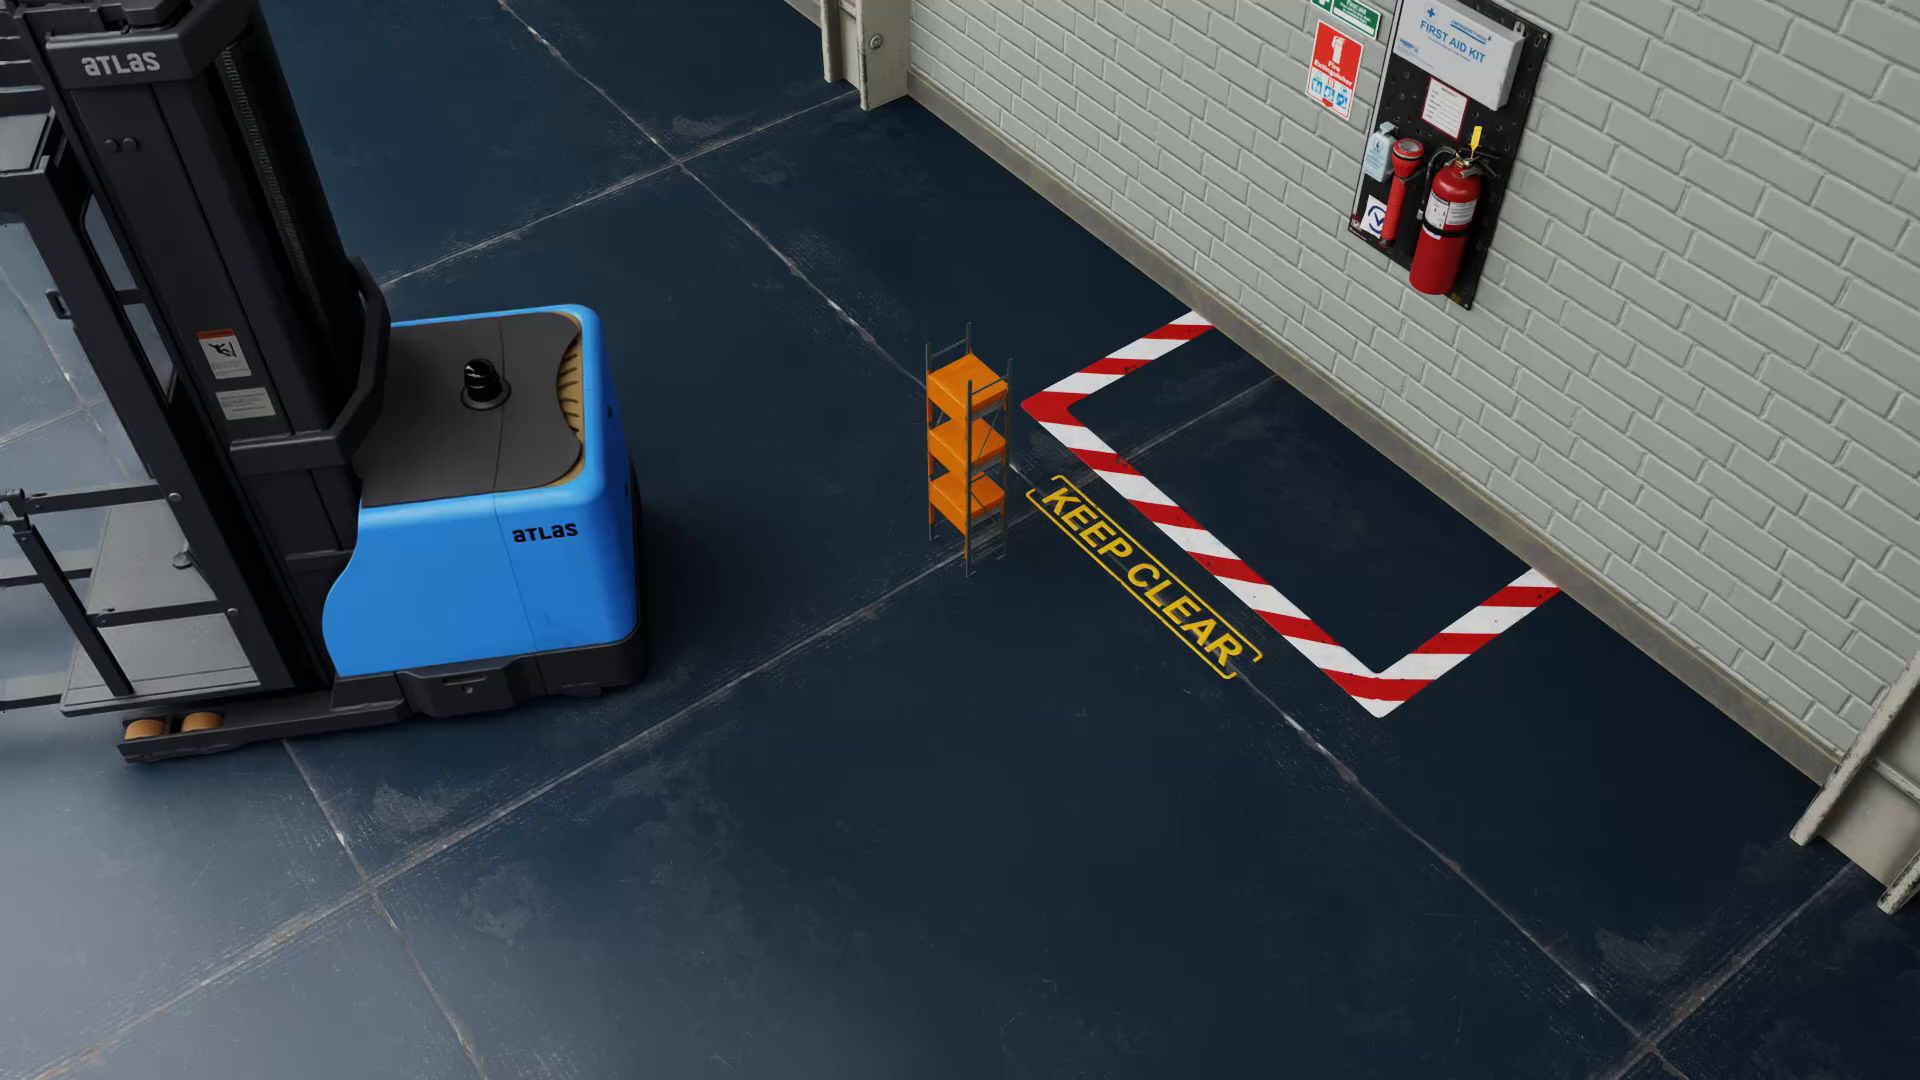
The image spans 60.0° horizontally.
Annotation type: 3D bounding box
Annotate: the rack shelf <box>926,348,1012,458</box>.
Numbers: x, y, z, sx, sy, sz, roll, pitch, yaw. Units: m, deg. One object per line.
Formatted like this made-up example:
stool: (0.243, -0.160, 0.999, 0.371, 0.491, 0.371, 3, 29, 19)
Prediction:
rack shelf: (0.032, -0.505, 6.129, 0.215, 0.259, 0.240, -29, 54, -24)

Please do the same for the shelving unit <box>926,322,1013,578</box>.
shelving unit: (0.032, -0.321, 6.331, 0.215, 1.050, 0.252, -29, 54, -24)

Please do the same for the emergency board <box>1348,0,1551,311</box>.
emergency board: (1.672, -1.401, 5.994, 0.194, 1.169, 0.643, -29, 54, -24)

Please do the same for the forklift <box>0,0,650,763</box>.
forklift: (-2.729, -0.607, 5.321, 3.031, 2.935, 1.130, -7, 48, -6)

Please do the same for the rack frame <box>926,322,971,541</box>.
rack frame: (-0.041, -0.393, 6.397, 0.200, 1.050, 0.008, -29, 54, -24)

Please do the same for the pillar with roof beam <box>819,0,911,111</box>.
pillar with roof beam: (-3.921, -3.548, 3.891, 9.100, 9.000, 0.400, -29, 54, -24)

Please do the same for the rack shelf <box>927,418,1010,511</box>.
rack shelf: (0.032, -0.314, 6.339, 0.215, 0.259, 0.240, -29, 54, -24)

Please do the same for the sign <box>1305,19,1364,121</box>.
sign: (1.419, -1.785, 6.318, 0.001, 0.329, 0.234, -29, 54, -24)

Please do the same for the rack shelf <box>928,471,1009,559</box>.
rack shelf: (0.032, -0.127, 6.545, 0.215, 0.259, 0.240, -29, 54, -24)

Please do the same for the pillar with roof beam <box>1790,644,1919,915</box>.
pillar with roof beam: (-0.288, -0.010, 0.684, 9.100, 9.000, 0.400, -29, 54, -24)

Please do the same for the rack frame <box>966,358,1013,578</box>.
rack frame: (0.106, -0.249, 6.266, 0.200, 1.050, 0.008, -29, 54, -24)

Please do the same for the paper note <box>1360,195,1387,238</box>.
paper note: (1.620, -1.240, 6.443, 0.016, 0.148, 0.142, -29, 54, -24)

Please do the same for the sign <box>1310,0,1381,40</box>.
sign: (1.415, -1.956, 6.116, 0.001, 0.109, 0.331, -29, 54, -24)
